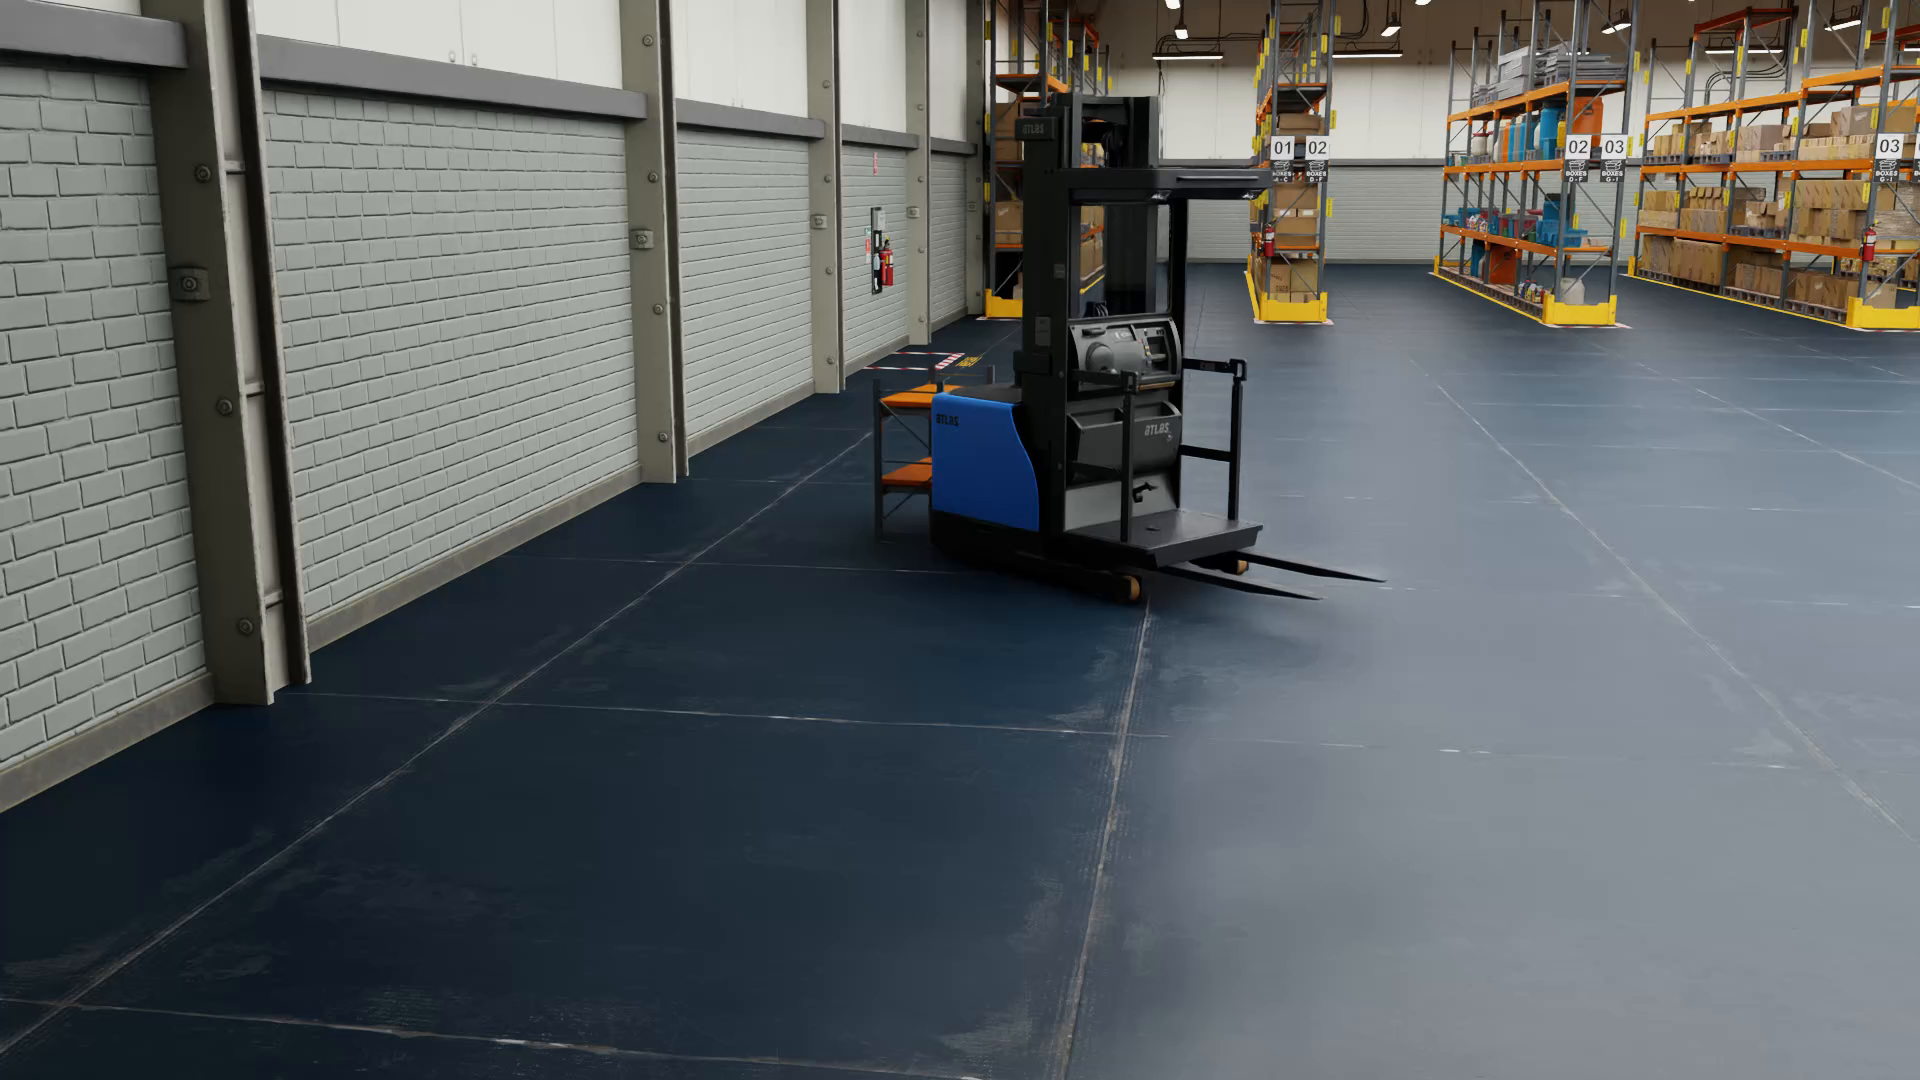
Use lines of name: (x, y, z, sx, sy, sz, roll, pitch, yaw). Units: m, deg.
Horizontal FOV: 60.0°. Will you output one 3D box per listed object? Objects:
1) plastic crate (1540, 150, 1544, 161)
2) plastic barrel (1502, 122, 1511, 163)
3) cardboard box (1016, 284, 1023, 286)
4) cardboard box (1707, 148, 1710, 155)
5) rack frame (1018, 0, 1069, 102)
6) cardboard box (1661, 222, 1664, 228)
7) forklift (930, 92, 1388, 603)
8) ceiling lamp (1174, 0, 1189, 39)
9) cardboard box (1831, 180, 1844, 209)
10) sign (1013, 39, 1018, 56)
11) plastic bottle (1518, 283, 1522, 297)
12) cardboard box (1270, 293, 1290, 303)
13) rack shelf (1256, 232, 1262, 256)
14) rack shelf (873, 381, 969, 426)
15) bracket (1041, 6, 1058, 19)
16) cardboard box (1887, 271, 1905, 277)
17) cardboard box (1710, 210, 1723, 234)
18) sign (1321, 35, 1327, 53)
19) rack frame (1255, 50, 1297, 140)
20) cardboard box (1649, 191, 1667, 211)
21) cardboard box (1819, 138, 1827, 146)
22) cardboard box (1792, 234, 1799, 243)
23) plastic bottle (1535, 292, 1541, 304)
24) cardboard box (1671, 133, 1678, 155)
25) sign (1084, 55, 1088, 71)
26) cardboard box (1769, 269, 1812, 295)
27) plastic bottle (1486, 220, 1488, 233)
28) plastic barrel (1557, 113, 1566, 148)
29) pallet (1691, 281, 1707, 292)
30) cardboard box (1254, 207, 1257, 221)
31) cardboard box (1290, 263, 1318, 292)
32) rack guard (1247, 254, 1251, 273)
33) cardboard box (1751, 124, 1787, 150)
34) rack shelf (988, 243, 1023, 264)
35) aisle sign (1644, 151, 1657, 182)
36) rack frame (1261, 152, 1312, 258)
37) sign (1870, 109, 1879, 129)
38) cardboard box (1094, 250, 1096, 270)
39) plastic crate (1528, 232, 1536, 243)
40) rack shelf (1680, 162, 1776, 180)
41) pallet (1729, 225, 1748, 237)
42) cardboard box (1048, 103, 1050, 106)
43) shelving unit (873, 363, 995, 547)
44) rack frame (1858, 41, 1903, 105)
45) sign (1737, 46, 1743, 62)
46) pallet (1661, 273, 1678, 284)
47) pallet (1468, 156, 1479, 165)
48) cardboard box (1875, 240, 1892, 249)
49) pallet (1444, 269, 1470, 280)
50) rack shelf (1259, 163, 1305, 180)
plastic crate: (10.935, -7.108, 30.739, 0.336, 0.188, 0.450, 2, 12, 9)
plastic barrel: (11.621, -8.274, 34.626, 0.600, 0.830, 0.708, 2, 12, 9)
cardboard box: (1.326, -4.714, 31.584, 0.500, 0.311, 0.500, 3, 13, 13)
cardboard box: (17.194, -8.814, 37.749, 0.380, 0.149, 0.250, 1, 12, 6)
rack frame: (1.658, -9.319, 33.374, 1.000, 3.000, 0.127, 2, 12, 9)
cardboard box: (17.452, -7.735, 40.863, 0.380, 0.149, 0.250, 2, 12, 10)
forklift: (1.158, -1.181, 10.016, 1.130, 2.935, 3.031, -11, 16, -41)
ceiling lamp: (5.532, -13.573, 39.258, 0.800, 3.185, 2.000, 2, 12, 9)
cardboard box: (15.717, -6.086, 29.295, 0.500, 0.500, 0.500, 2, 12, 9)
sign: (1.108, -9.870, 33.336, 0.100, 0.325, 0.005, 2, 12, 9)
plastic bottle: (10.965, -4.894, 32.515, 0.097, 0.271, 0.097, 0, 12, 0)
cardboard box: (5.728, -4.376, 30.209, 0.500, 0.250, 0.500, 2, 12, 9)
rack shelf: (6.861, -6.291, 35.272, 1.077, 0.370, 4.000, 2, 12, 9)
rack shelf: (-0.166, -0.907, 11.644, 0.538, 0.278, 1.000, 4, 13, 20)
bracket: (2.029, -12.280, 38.569, 0.076, 0.066, 4.783, 2, 12, 9)
cardboard box: (22.180, -6.292, 39.342, 0.380, 0.149, 0.250, 2, 12, 9)
cardboard box: (16.870, -7.000, 36.619, 0.500, 0.500, 0.500, 2, 12, 8)
sign: (7.098, -9.670, 32.410, 0.100, 0.325, 0.005, 2, 12, 9)
rack frame: (8.399, -11.657, 44.224, 1.000, 3.000, 0.127, 2, 12, 9)
cardboard box: (17.695, -8.538, 41.861, 0.500, 0.500, 0.500, 2, 12, 7)
cardboard box: (15.828, -7.216, 30.148, 0.380, 0.149, 0.250, 2, 12, 8)
cardboard box: (15.959, -5.695, 31.396, 0.380, 0.149, 0.250, 2, 12, 9)
plastic bottle: (10.681, -4.476, 30.741, 0.097, 0.201, 0.097, 0, 12, 0)
cardboard box: (17.719, -9.616, 40.401, 0.700, 0.500, 0.500, 3, 12, 12)
sign: (2.811, -10.631, 37.058, 0.100, 0.325, 0.005, 2, 12, 9)
cardboard box: (16.549, -5.123, 33.036, 0.700, 0.500, 0.500, 2, 12, 8)
plastic bottle: (11.703, -6.939, 36.847, 0.061, 0.283, 0.133, 2, 12, 9)
plastic barrel: (10.881, -7.237, 29.393, 0.600, 0.588, 0.600, 0, 12, 0)
pallet: (17.342, -5.789, 37.854, 1.003, 0.211, 1.213, 2, 12, 9)
cardboard box: (7.446, -7.909, 39.839, 0.700, 0.500, 0.500, 4, 13, 18)
cardboard box: (6.315, -4.830, 30.535, 0.500, 0.500, 0.500, 2, 12, 9)
rack guard: (8.387, -7.487, 45.046, 1.175, 0.500, 0.348, 2, 12, 9)
cardboard box: (16.478, -8.197, 33.864, 0.500, 0.500, 0.500, 2, 12, 7)
rack shelf: (1.350, -5.618, 32.150, 1.077, 0.370, 4.000, 2, 12, 9)
aisle sign: (17.901, -9.698, 43.203, 0.394, 0.787, 0.004, 2, 12, 9)
rack frame: (6.553, -6.226, 33.265, 1.000, 3.000, 0.127, 2, 12, 9)
sign: (15.180, -6.993, 27.601, 0.100, 0.325, 0.005, 2, 12, 9)
cardboard box: (3.104, -7.187, 42.659, 0.700, 0.500, 0.500, 2, 12, 9)
plastic crate: (10.959, -5.688, 31.270, 0.450, 0.188, 0.662, 2, 12, 9)
rack shelf: (17.264, -8.268, 37.327, 1.077, 0.370, 4.000, 2, 12, 9)
pallet: (16.952, -6.492, 34.951, 1.213, 0.211, 1.003, 2, 12, 9)
cardboard box: (1.469, -7.742, 30.520, 0.500, 0.500, 0.500, 2, 12, 8)
shelving unit: (-0.166, -0.621, 11.706, 0.538, 1.125, 1.048, 4, 13, 20)
rack frame: (23.072, -11.153, 41.887, 1.000, 3.000, 0.127, 2, 12, 9)
sign: (16.407, -10.221, 34.968, 0.100, 0.325, 0.005, 2, 12, 9)
pallet: (17.766, -6.363, 40.515, 1.003, 0.211, 1.213, 2, 12, 9)
pallet: (12.653, -8.938, 39.176, 1.213, 0.211, 1.003, 2, 12, 9)
cardboard box: (15.566, -5.015, 28.241, 0.380, 0.149, 0.250, 2, 12, 9)
pallet: (12.937, -6.776, 42.435, 1.003, 0.211, 1.213, 2, 12, 9)
rack shelf: (6.861, -7.757, 34.956, 1.077, 0.370, 4.000, 2, 12, 9)
